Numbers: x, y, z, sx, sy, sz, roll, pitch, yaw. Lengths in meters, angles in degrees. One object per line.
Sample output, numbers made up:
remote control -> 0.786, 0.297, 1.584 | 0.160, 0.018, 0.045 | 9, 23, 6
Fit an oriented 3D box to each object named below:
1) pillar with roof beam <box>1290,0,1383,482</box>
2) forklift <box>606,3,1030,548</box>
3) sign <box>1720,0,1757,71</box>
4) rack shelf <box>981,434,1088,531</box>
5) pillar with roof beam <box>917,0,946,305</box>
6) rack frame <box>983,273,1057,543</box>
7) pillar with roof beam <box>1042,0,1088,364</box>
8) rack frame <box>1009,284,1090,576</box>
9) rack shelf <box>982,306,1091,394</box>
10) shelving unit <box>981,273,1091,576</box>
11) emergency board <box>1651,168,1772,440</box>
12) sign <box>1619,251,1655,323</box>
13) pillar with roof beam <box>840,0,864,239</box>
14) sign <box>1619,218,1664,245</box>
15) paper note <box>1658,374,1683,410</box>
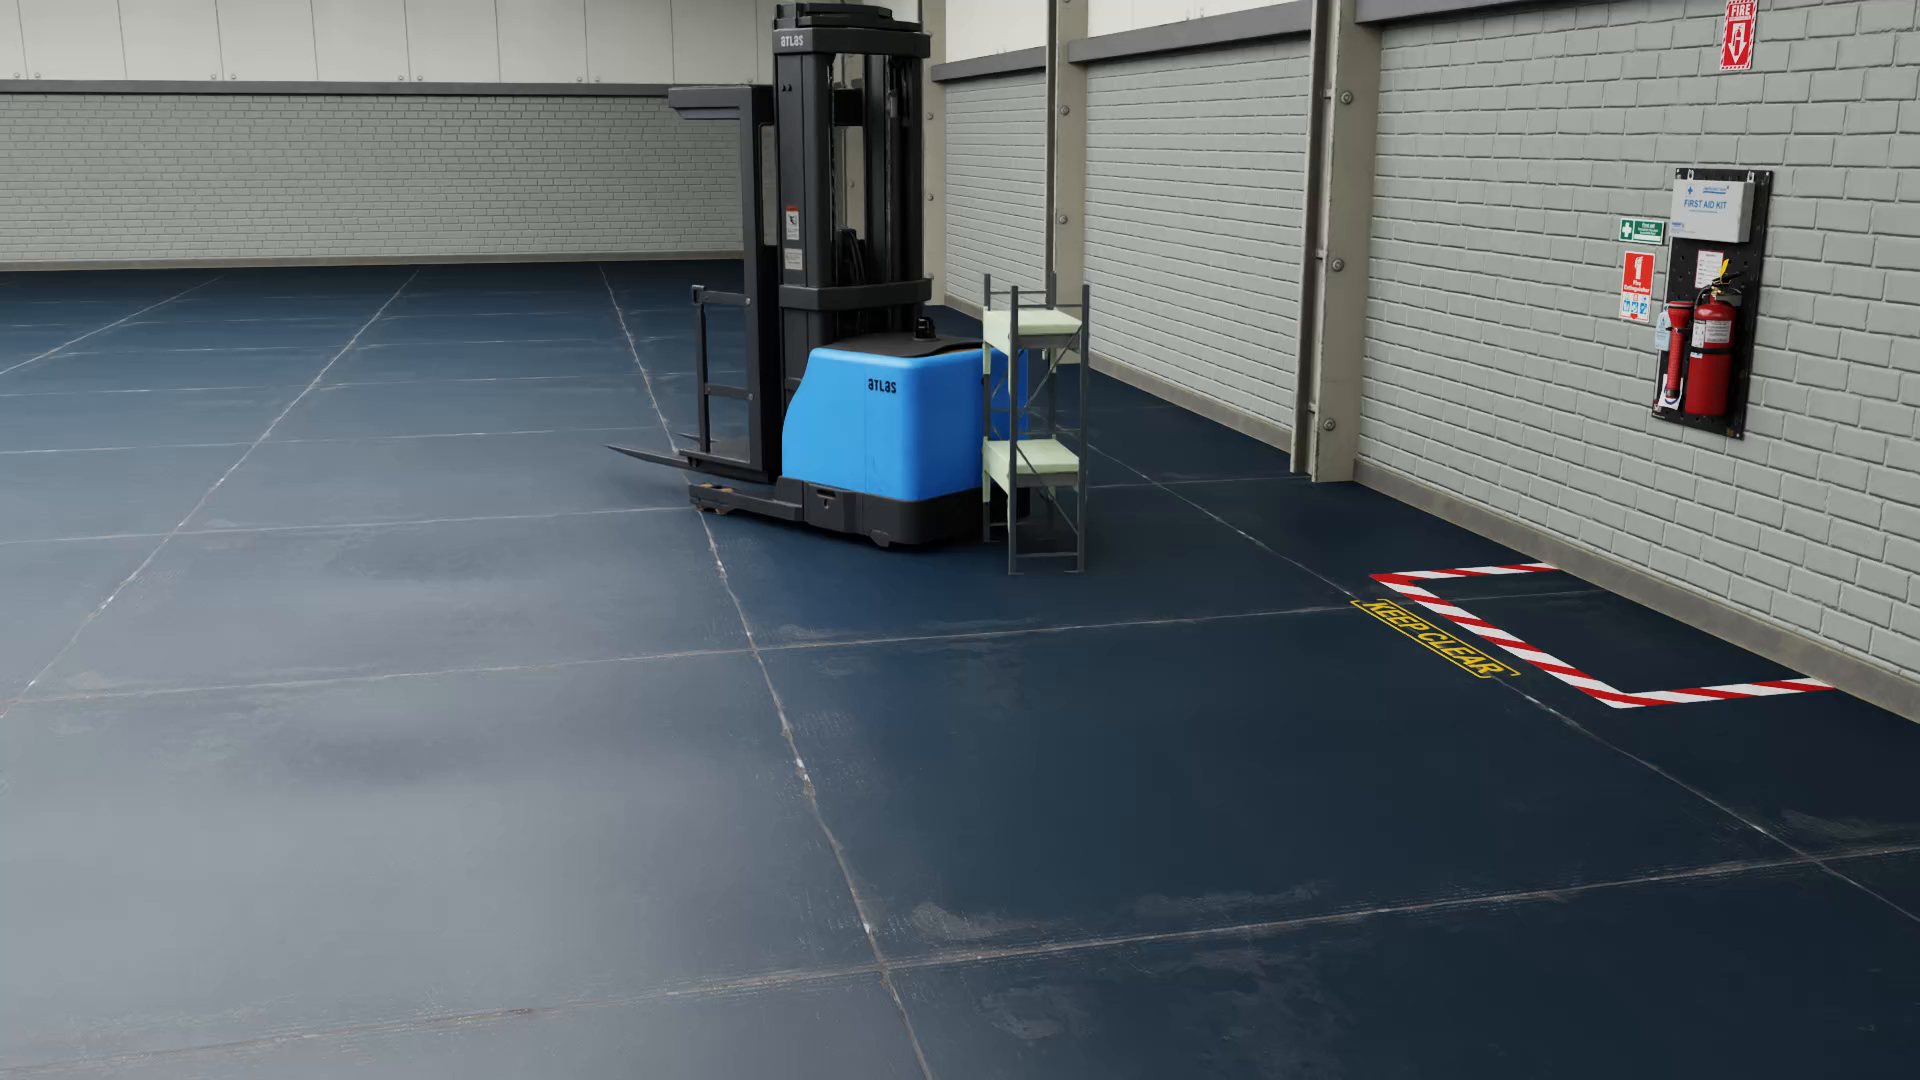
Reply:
pillar with roof beam -> -1.737, -4.566, 9.157 | 9.100, 9.000, 0.400 | -3, 14, -13
forklift -> -1.019, -1.654, 10.020 | 3.031, 2.935, 1.130 | 12, 18, 41
sign -> 3.409, -2.214, 7.283 | 0.001, 0.298, 0.199 | -3, 14, -13
rack shelf -> 0.391, -0.319, 8.945 | 0.431, 0.370, 0.720 | -2, 14, -9
pillar with roof beam -> -4.555, -7.335, 20.488 | 9.100, 9.000, 0.400 | -3, 14, -13
rack frame -> 0.329, -0.721, 9.218 | 0.400, 1.500, 0.023 | -2, 14, -9
pillar with roof beam -> -3.146, -5.950, 14.822 | 9.100, 9.000, 0.400 | -3, 14, -13
rack frame -> 0.453, -0.550, 8.517 | 0.400, 1.500, 0.023 | -2, 14, -9
rack shelf -> 0.391, -1.014, 8.775 | 0.431, 0.370, 0.720 | -2, 14, -9
shelving unit -> 0.391, -0.635, 8.868 | 0.431, 1.500, 0.755 | -2, 14, -9
emergency board -> 3.314, -1.080, 7.527 | 0.194, 1.169, 0.643 | -3, 14, -13
sign -> 3.284, -1.231, 8.069 | 0.001, 0.329, 0.234 | -3, 14, -13
pillar with roof beam -> -5.964, -8.719, 26.153 | 9.100, 9.000, 0.400 | -3, 14, -13
sign -> 3.277, -1.487, 8.000 | 0.001, 0.109, 0.331 | -3, 14, -13
paper note -> 3.339, -0.697, 7.815 | 0.016, 0.148, 0.142 | -3, 14, -13
